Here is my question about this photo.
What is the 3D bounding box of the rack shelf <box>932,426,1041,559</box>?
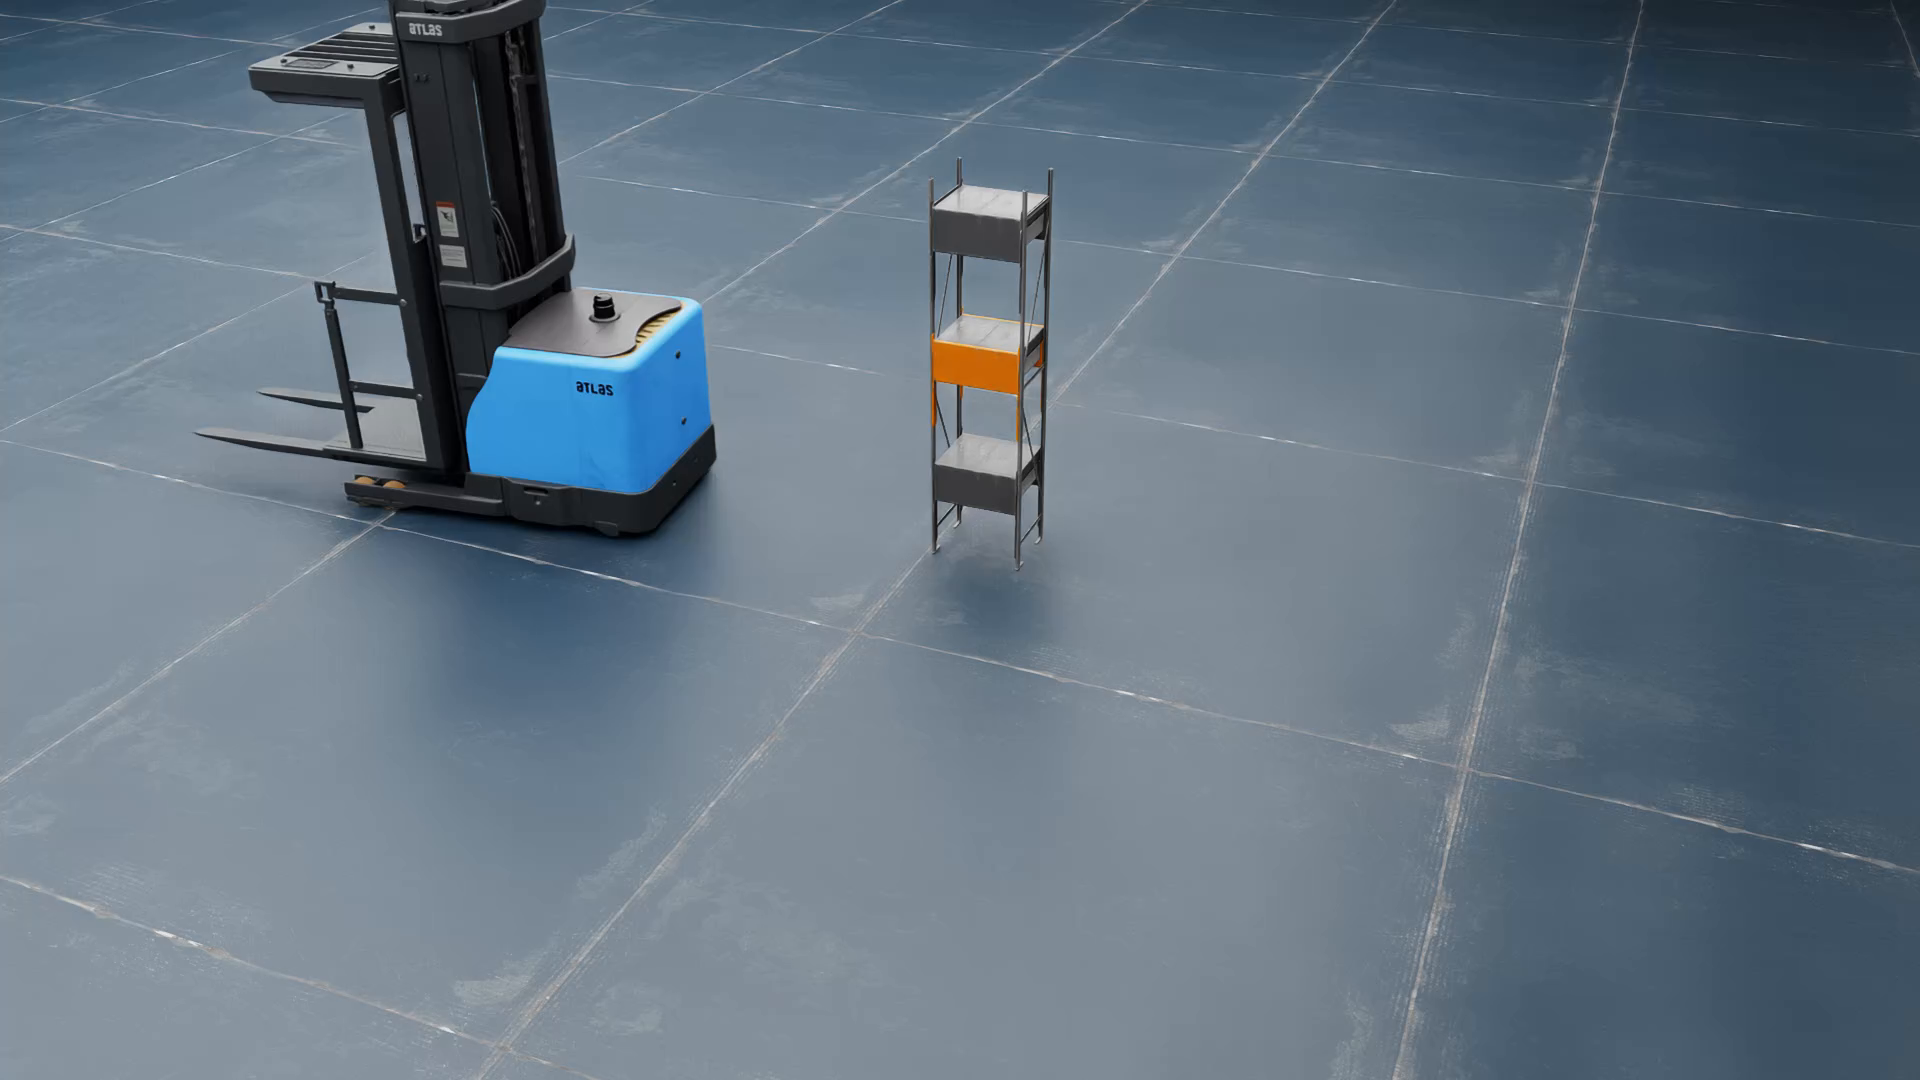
[{"bbox_3d":[0.153,-0.262,9.030,0.480,0.518,0.431,11,31,19],"label":"rack shelf"}]

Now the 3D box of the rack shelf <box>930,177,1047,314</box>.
[{"bbox_3d":[0.153,-1.481,8.341,0.480,0.518,0.431,11,31,19],"label":"rack shelf"}]

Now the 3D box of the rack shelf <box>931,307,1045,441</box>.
[{"bbox_3d":[0.153,-0.872,8.686,0.480,0.518,0.431,11,31,19],"label":"rack shelf"}]

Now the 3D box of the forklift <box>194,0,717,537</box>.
[{"bbox_3d":[-3.035,-1.687,9.255,3.031,2.935,1.130,8,30,13],"label":"forklift"}]

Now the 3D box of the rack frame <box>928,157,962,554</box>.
[{"bbox_3d":[-0.073,-0.929,8.759,0.015,2.100,0.400,11,31,19],"label":"rack frame"}]

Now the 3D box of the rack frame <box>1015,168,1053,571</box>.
[{"bbox_3d":[0.379,-0.838,8.599,0.015,2.100,0.400,11,31,19],"label":"rack frame"}]

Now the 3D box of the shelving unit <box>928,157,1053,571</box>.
[{"bbox_3d":[0.153,-0.883,8.679,0.503,2.100,0.431,11,31,19],"label":"shelving unit"}]
